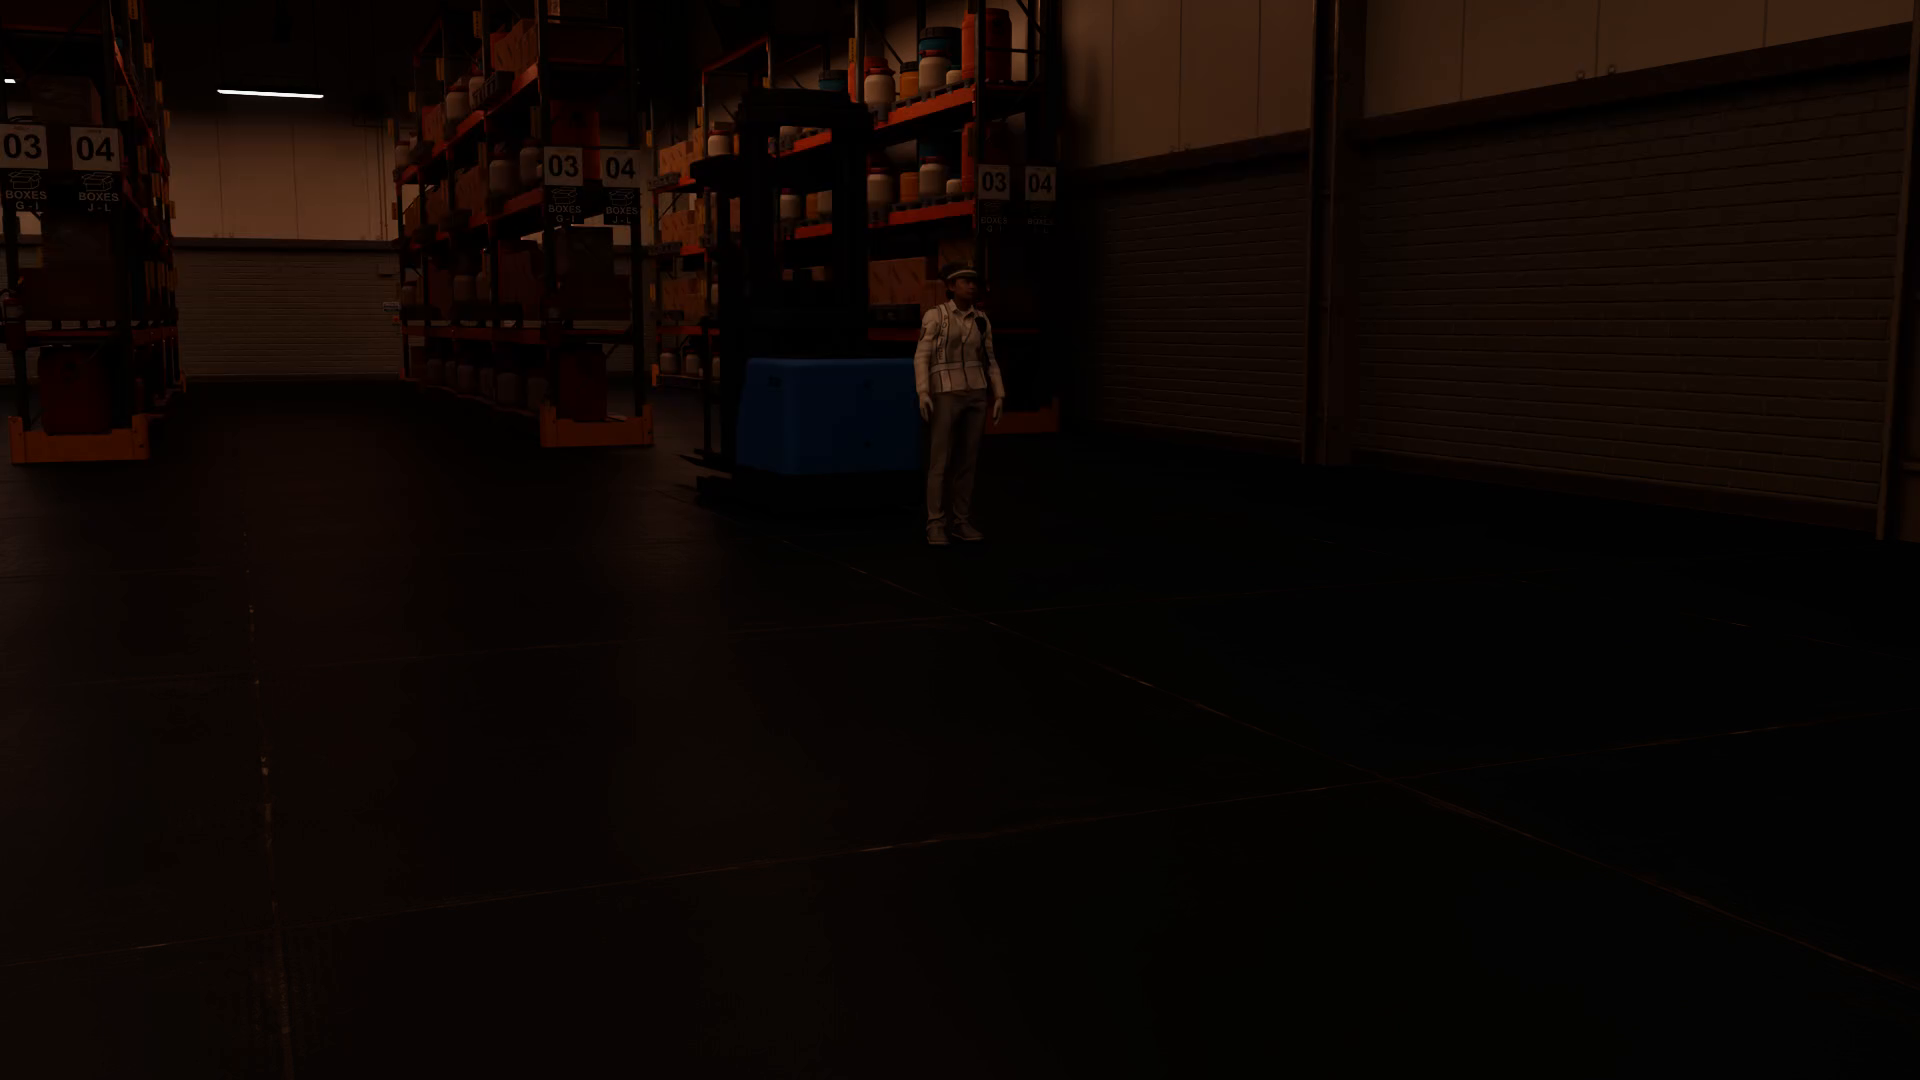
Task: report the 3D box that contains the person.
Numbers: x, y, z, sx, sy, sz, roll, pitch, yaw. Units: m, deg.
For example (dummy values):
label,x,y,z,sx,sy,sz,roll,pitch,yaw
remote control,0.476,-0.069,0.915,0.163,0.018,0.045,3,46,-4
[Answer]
label,x,y,z,sx,sy,sz,roll,pitch,yaw
person,0.021,-0.839,9.977,0.586,1.694,0.530,-3,8,-23

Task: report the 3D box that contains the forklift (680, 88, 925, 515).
label,x,y,z,sx,sy,sz,roll,pitch,yaw
forklift,-1.345,-1.776,12.413,1.130,2.935,3.031,-4,8,-26
